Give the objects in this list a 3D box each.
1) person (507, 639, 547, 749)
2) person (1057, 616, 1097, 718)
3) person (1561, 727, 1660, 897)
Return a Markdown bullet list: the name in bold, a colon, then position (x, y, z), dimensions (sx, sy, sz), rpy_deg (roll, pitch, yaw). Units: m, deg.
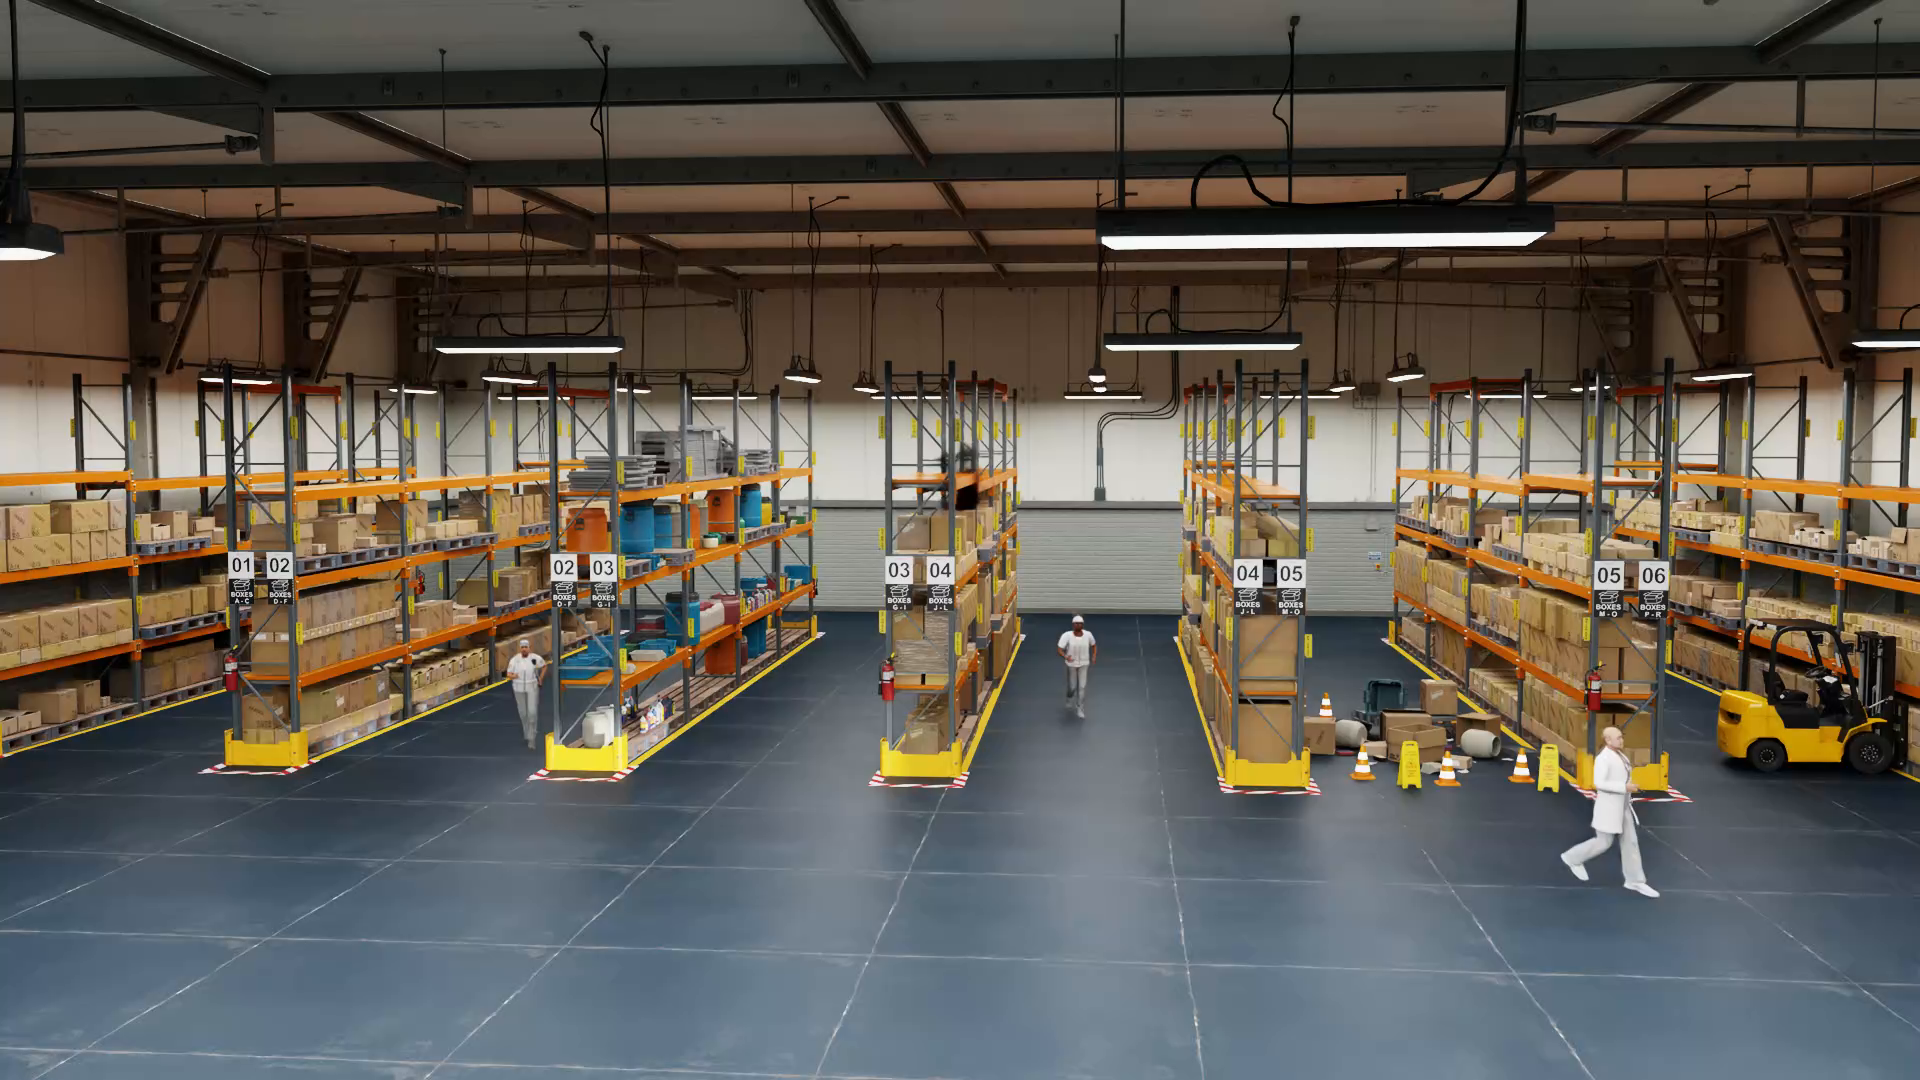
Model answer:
- **person**: position (-6.905, 2.433, 26.491), dimensions (0.593, 1.722, 0.816), rpy_deg (0, 4, -5)
- **person**: position (2.067, 2.207, 29.264), dimensions (0.726, 1.765, 0.799), rpy_deg (0, 4, -7)
- **person**: position (7.052, 2.909, 18.009), dimensions (0.710, 1.781, 1.049), rpy_deg (-4, 5, -44)
